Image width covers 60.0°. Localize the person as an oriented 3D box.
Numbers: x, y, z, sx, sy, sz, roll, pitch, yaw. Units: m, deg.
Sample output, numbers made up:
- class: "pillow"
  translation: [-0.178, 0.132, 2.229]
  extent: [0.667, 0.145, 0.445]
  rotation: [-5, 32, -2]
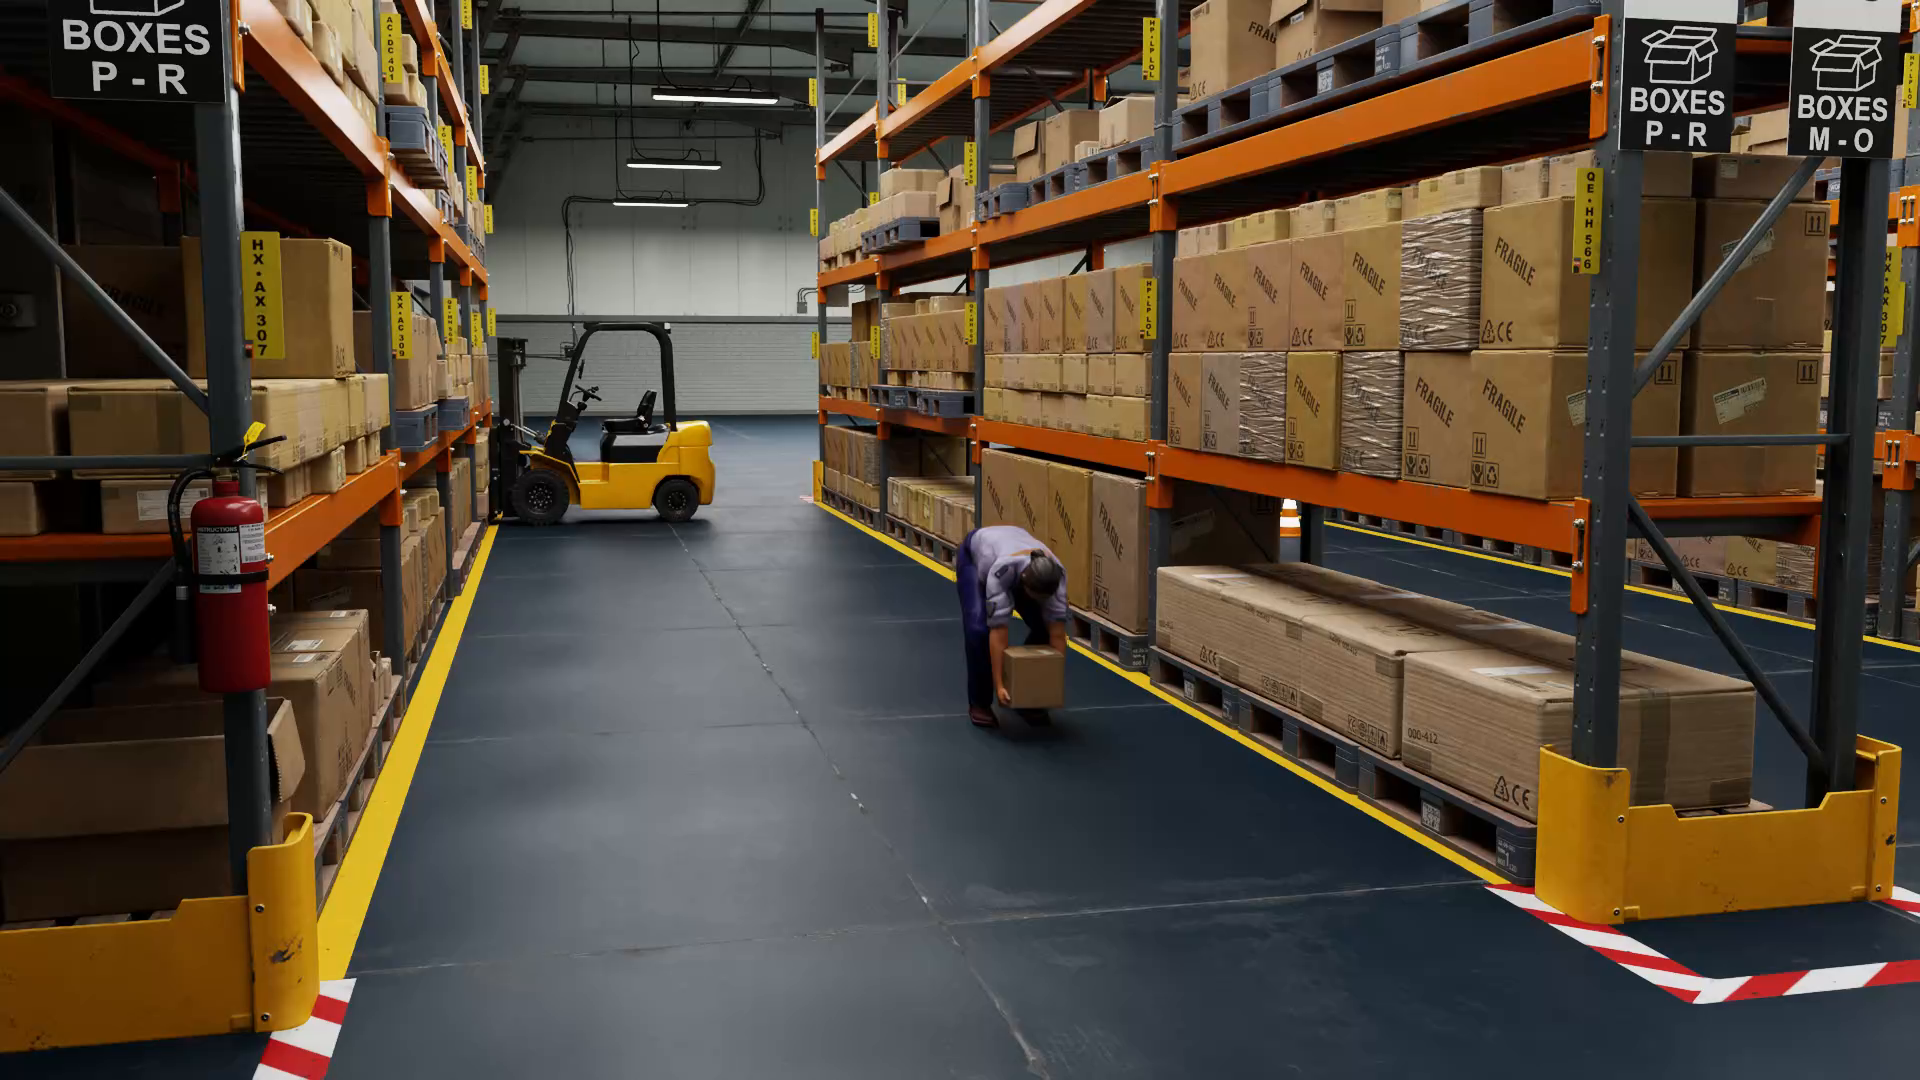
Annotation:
- class: "person"
  translation: [0.269, 0.429, 8.031]
  extent: [0.480, 0.956, 0.907]
  rotation: [-2, 6, -16]
